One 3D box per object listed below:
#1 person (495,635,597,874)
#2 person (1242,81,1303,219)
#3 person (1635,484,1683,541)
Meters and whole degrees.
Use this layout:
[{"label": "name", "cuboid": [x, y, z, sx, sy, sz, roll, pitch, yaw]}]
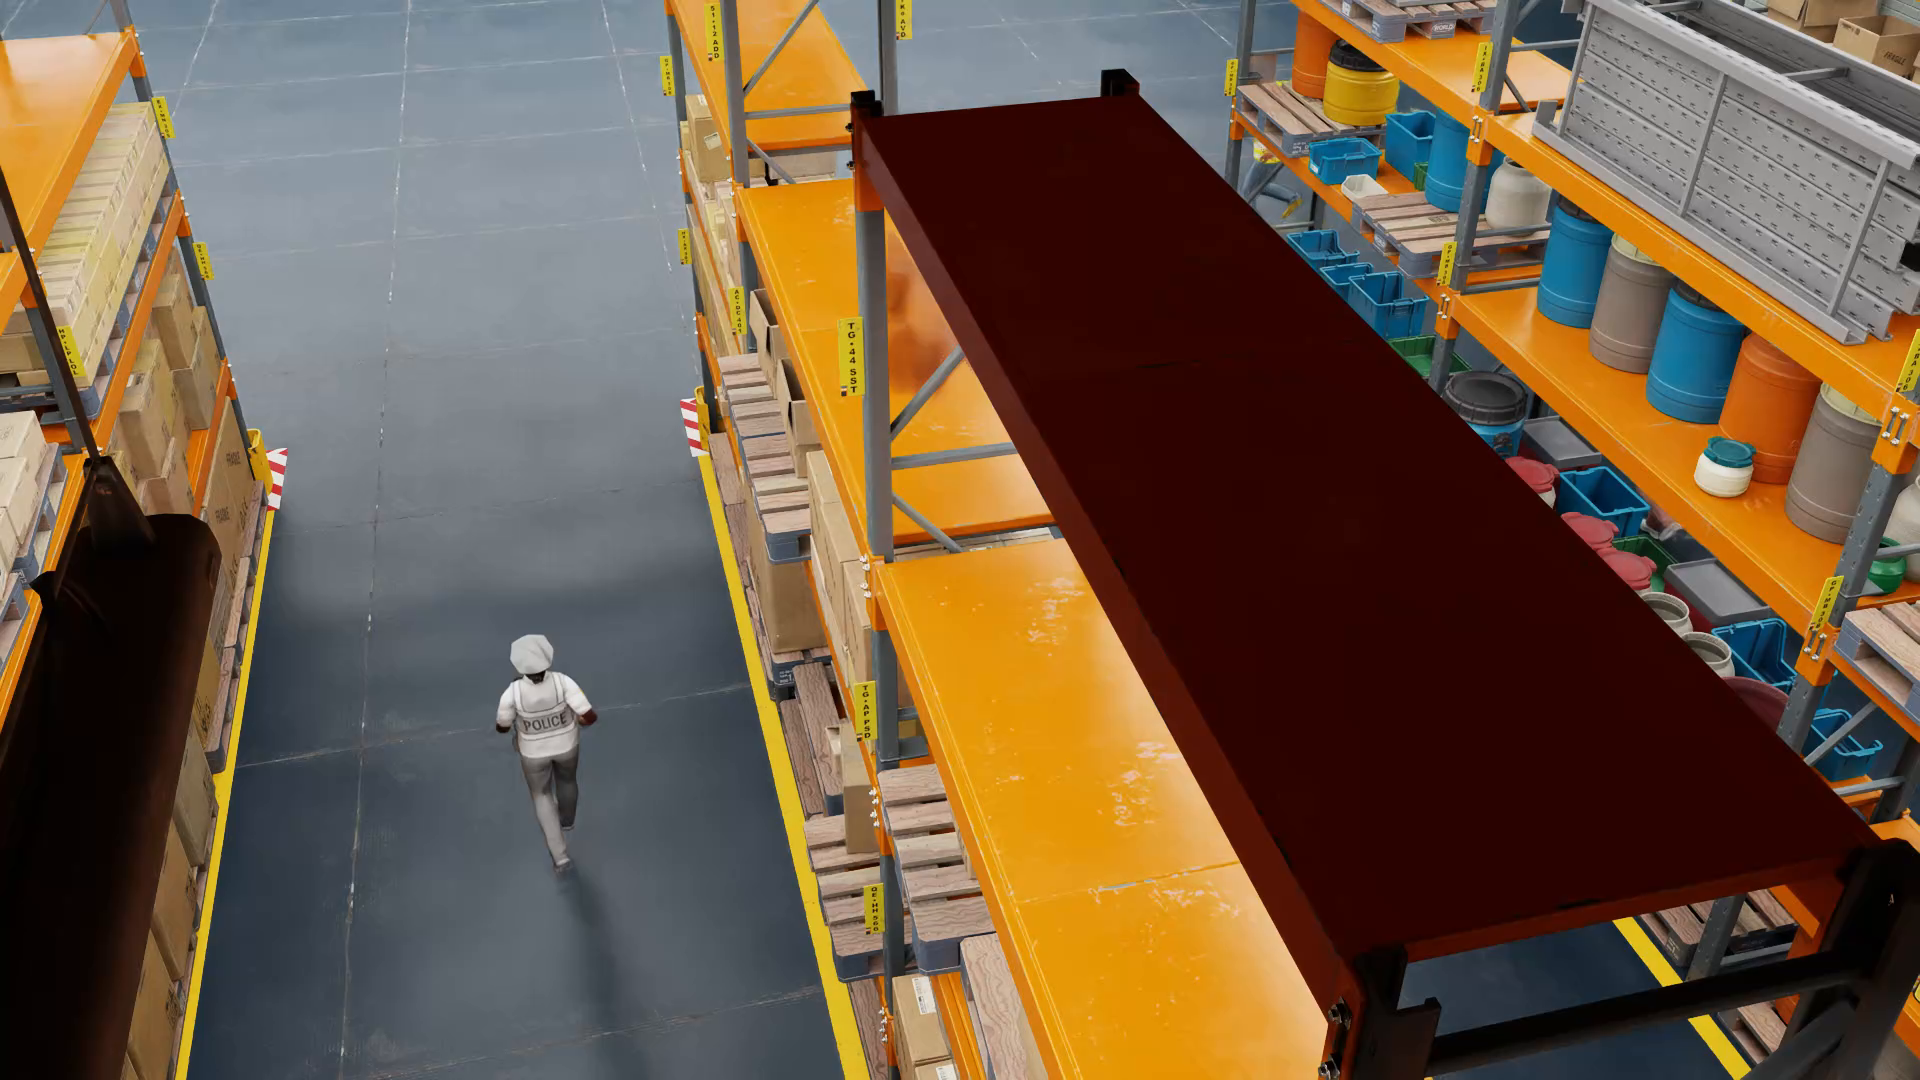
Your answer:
[{"label": "person", "cuboid": [-2.529, 1.267, 10.251, 0.588, 1.698, 0.788, -13, 36, -18]}, {"label": "person", "cuboid": [3.517, -4.344, 18.891, 0.894, 1.757, 0.702, 3, 35, 4]}, {"label": "person", "cuboid": [5.924, -0.689, 13.661, 0.578, 1.619, 0.569, -15, 37, -20]}]
